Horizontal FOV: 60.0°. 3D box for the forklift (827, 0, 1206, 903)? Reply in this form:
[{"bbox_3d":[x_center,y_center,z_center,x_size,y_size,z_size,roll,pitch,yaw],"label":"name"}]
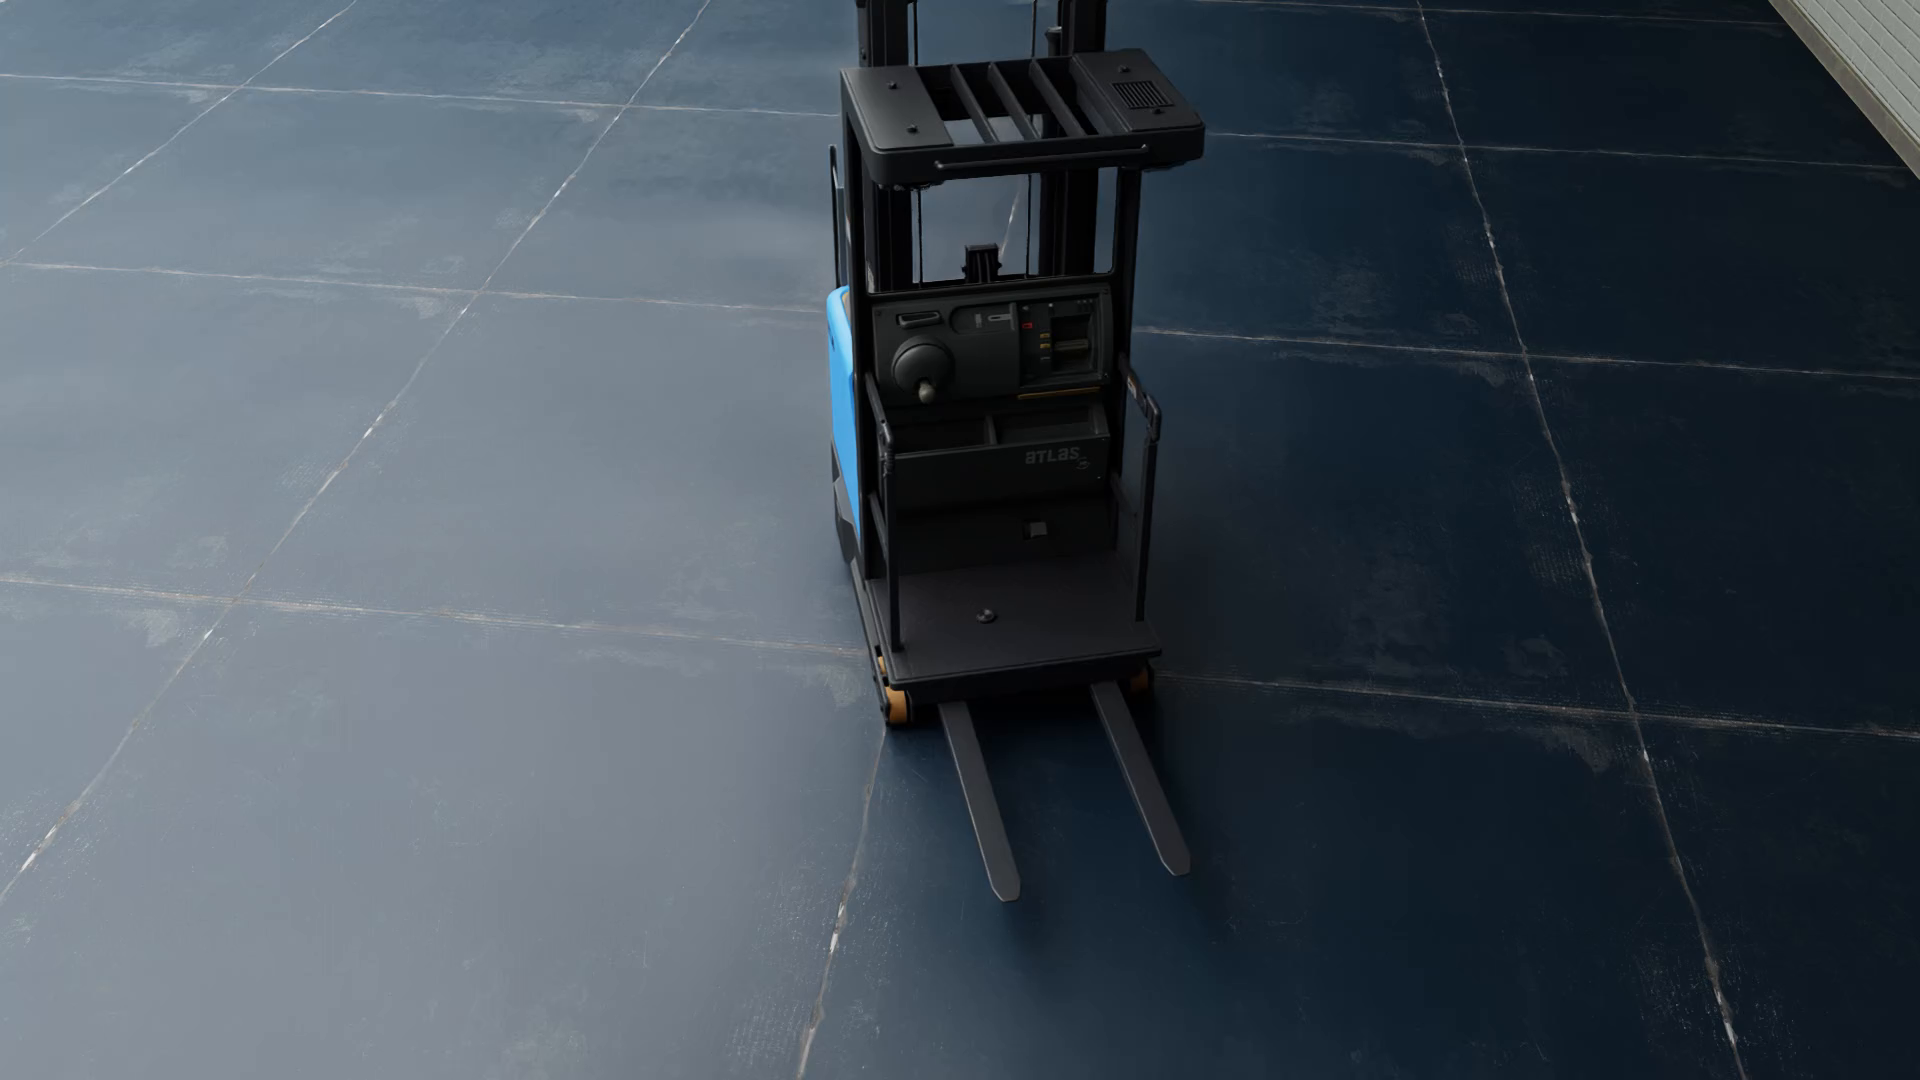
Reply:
[{"bbox_3d":[0.175,-0.682,6.182,1.130,2.935,3.031,-7,36,-9],"label":"forklift"}]

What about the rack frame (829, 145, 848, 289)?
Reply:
[{"bbox_3d":[-0.563,-1.087,7.981,0.032,1.500,0.500,-4,36,-6],"label":"rack frame"}]

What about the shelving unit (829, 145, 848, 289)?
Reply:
[{"bbox_3d":[-0.068,-1.125,8.035,1.083,1.500,0.587,-4,36,-6],"label":"shelving unit"}]
